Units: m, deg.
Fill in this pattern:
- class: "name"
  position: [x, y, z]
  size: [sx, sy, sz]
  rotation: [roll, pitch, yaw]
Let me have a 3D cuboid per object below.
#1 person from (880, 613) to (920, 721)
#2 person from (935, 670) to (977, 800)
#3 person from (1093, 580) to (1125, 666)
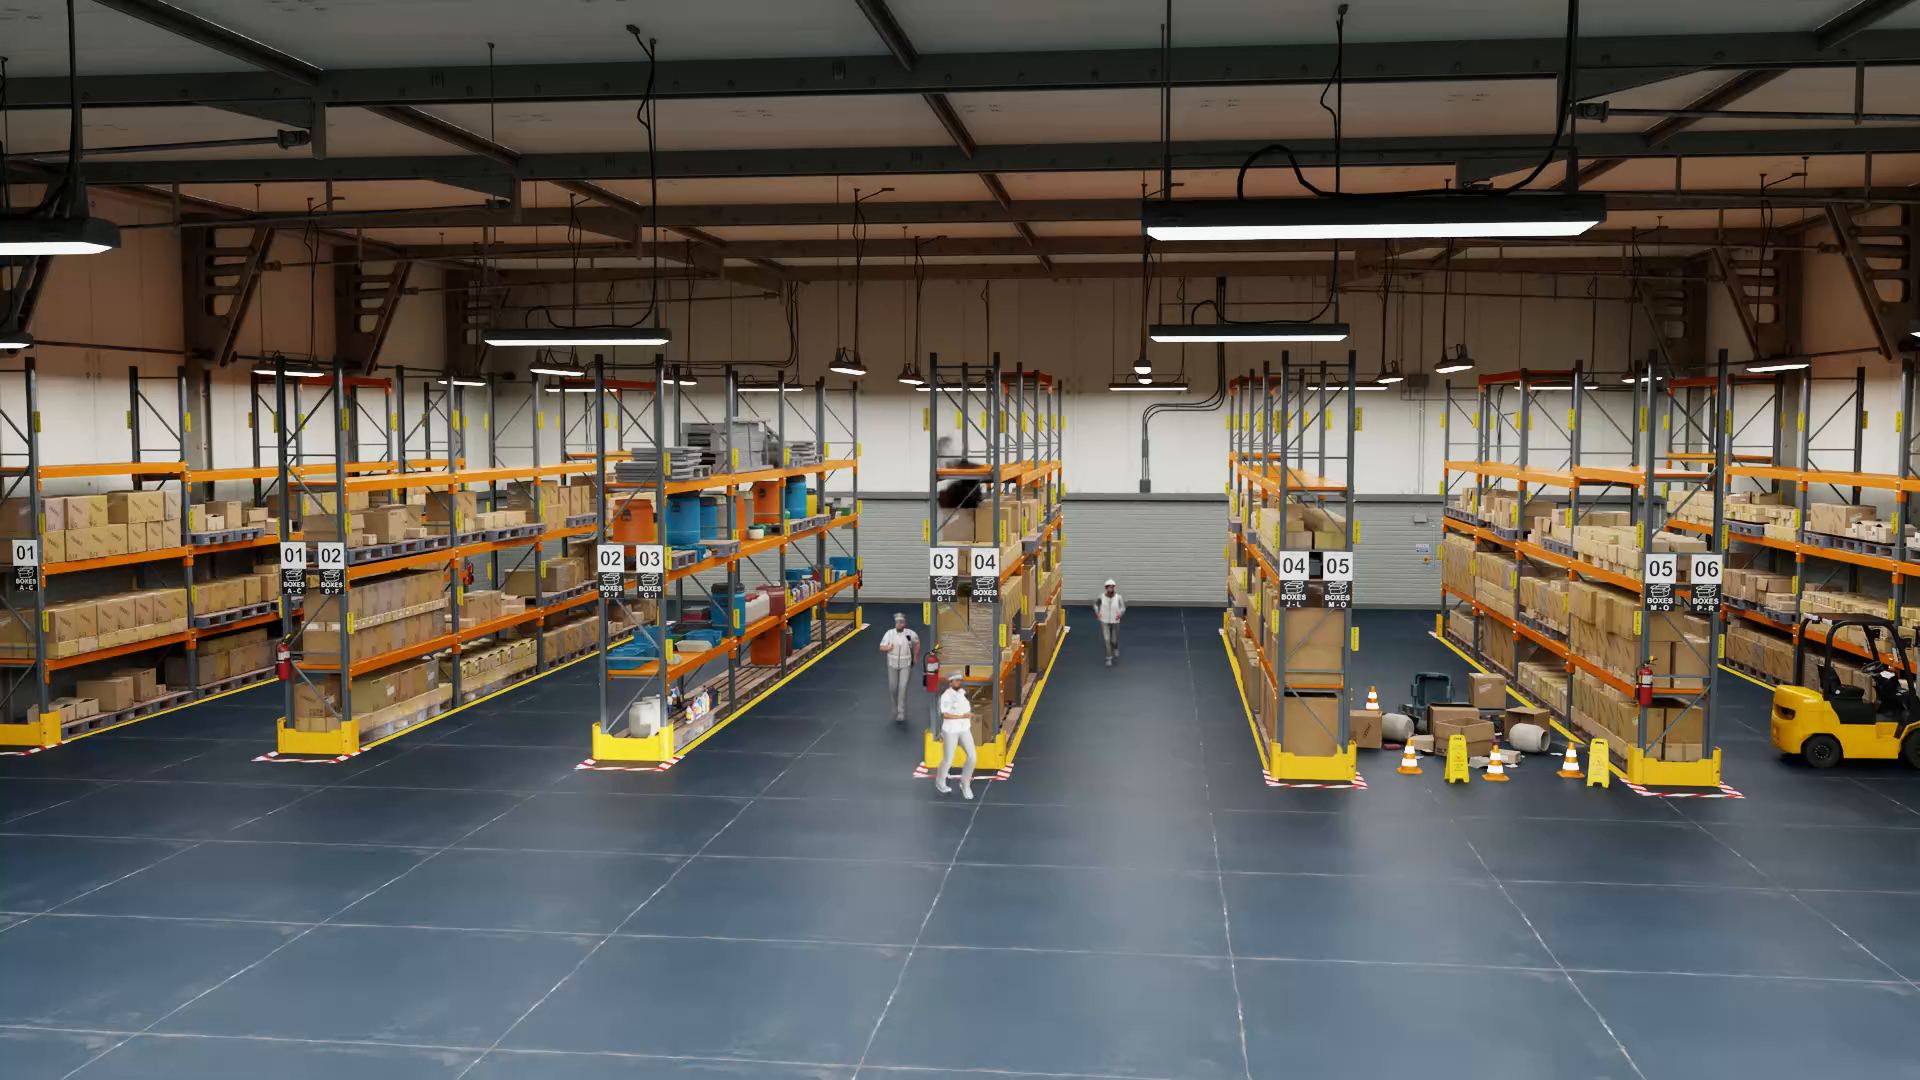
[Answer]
- class: "person"
  position: [-1.017, 2.098, 27.978]
  size: [0.665, 1.760, 0.980]
  rotation: [0, 4, 2]
- class: "person"
  position: [-0.041, 2.587, 22.204]
  size: [0.534, 1.739, 0.740]
  rotation: [-3, 5, -36]
- class: "person"
  position: [3.094, 1.698, 34.469]
  size: [0.665, 1.760, 0.830]
  rotation: [0, 4, 4]
